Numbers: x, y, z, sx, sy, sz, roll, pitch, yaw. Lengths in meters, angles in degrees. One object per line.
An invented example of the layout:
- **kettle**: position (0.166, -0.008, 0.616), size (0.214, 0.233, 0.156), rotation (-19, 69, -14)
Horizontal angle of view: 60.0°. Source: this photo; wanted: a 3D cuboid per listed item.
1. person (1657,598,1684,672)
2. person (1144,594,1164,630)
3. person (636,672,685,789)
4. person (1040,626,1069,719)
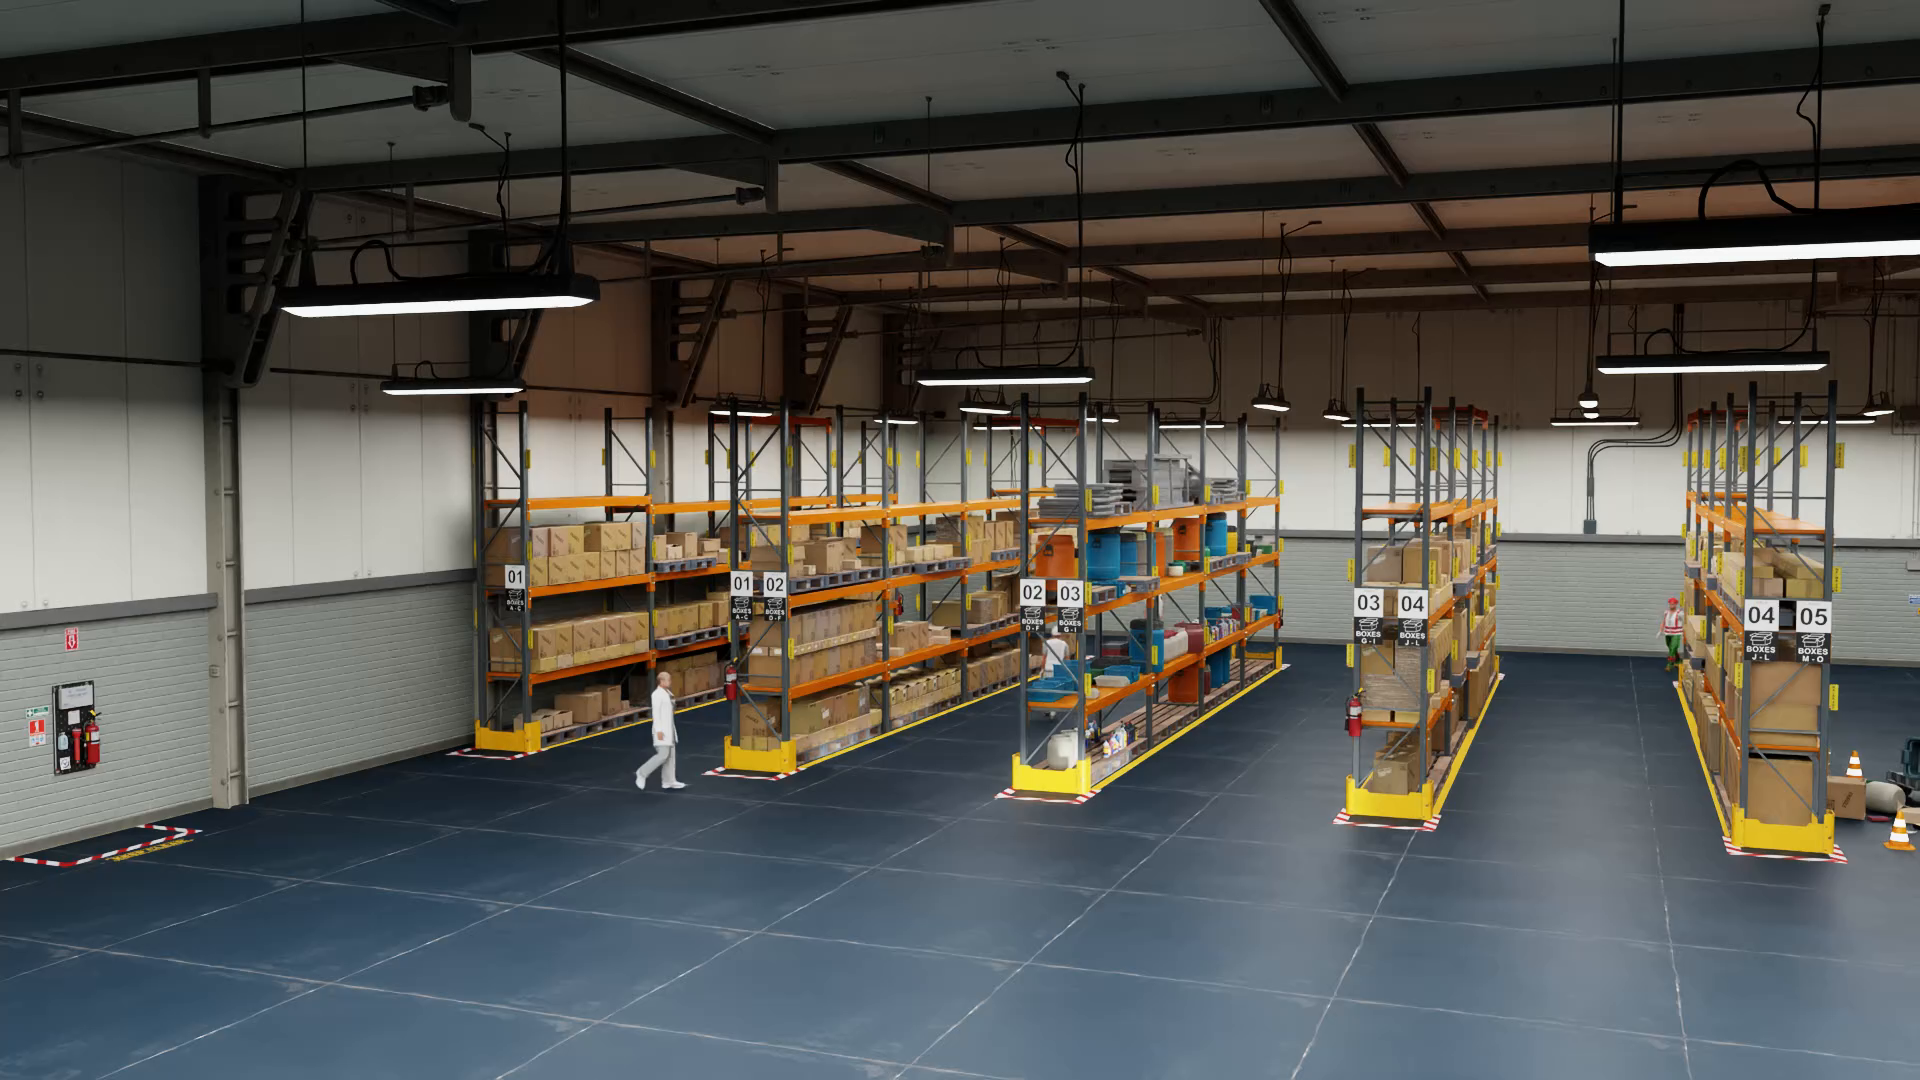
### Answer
- **person**: position (16.770, 2.219, 39.123), size (1.133, 1.733, 0.592), rotation (-2, 4, -41)
- **person**: position (5.292, 1.990, 44.866), size (1.063, 1.645, 0.523), rotation (3, 4, 43)
- **person**: position (-4.528, 2.880, 25.182), size (0.720, 1.774, 0.607), rotation (0, 3, 9)
- **person**: position (1.823, 2.560, 32.043), size (0.551, 1.808, 0.542), rotation (1, 3, 10)
